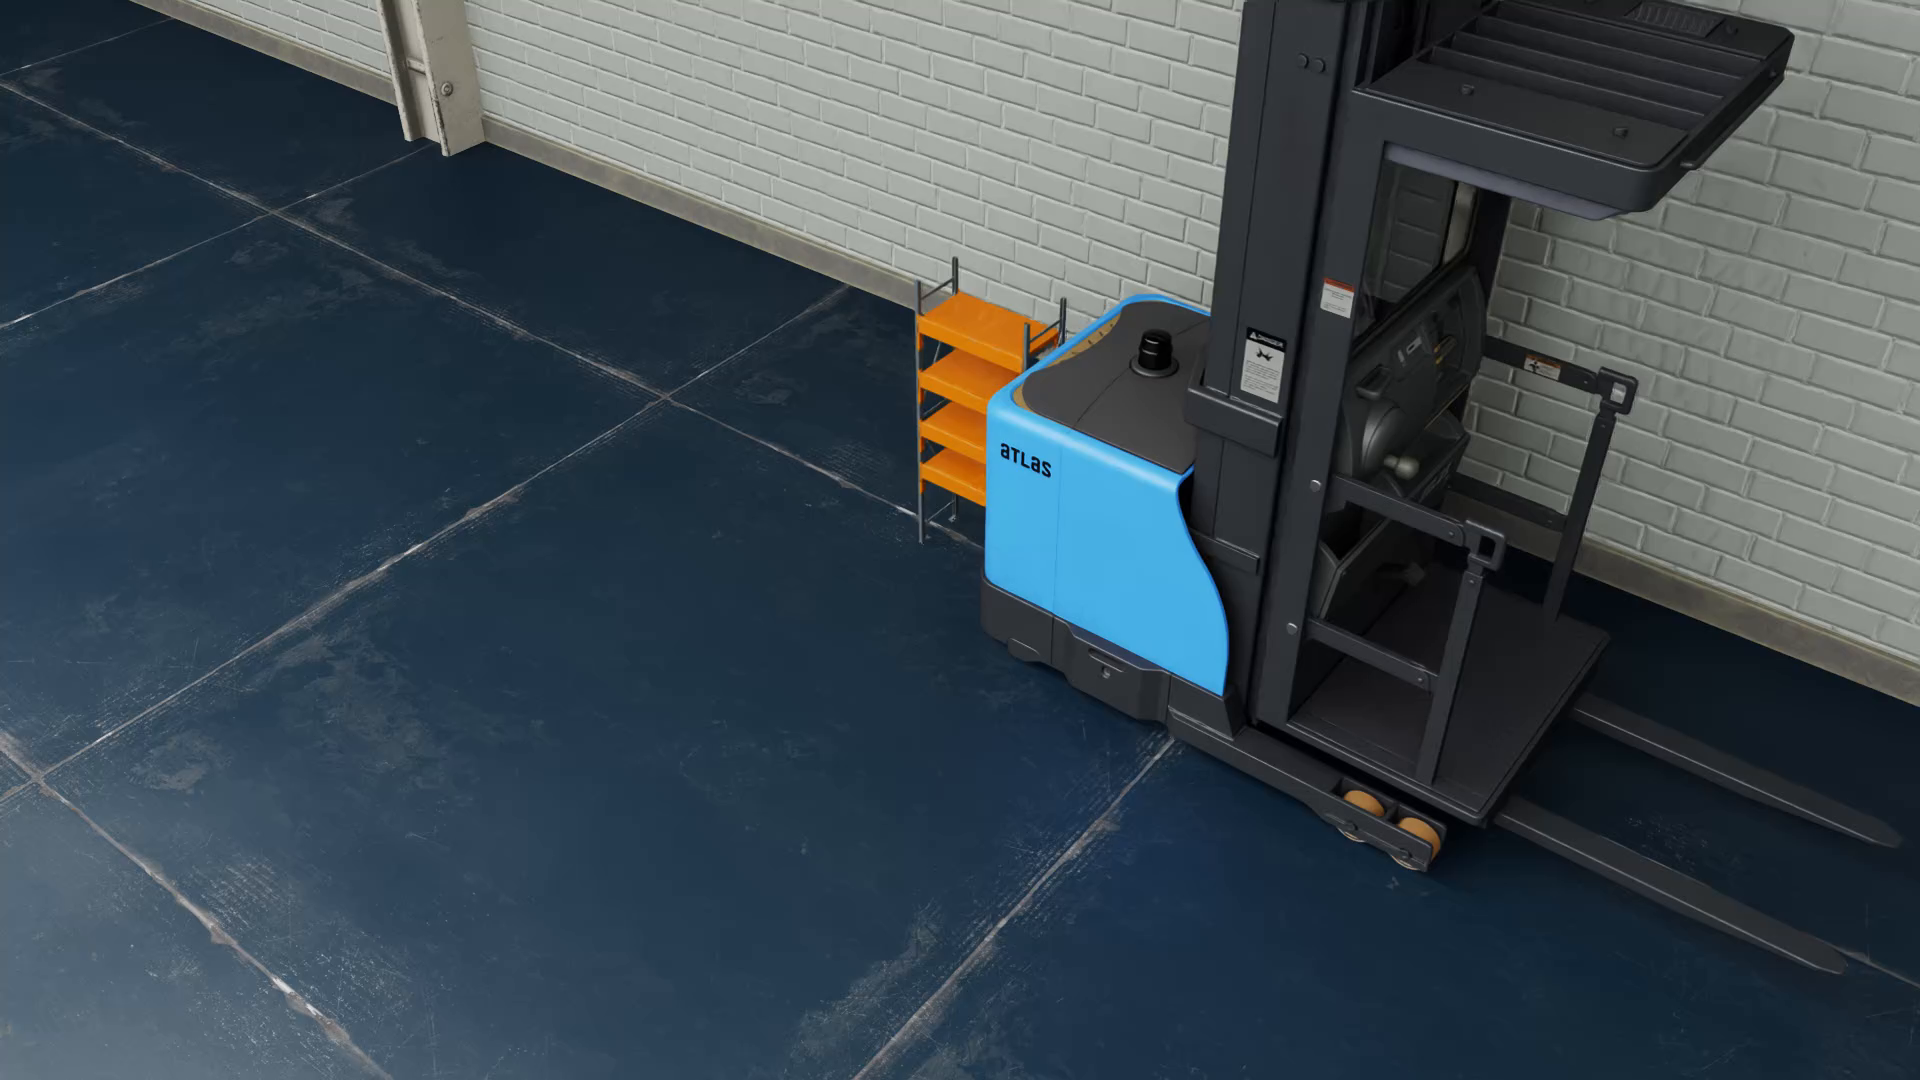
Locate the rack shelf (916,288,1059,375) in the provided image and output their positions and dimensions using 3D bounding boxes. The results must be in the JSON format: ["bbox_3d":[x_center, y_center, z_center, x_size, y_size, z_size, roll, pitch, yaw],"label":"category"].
[{"bbox_3d":[0.107,-0.733,6.076,0.480,0.148,0.258,26,45,29],"label":"rack shelf"}]

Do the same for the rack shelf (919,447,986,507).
[{"bbox_3d":[0.107,-0.214,6.482,0.480,0.148,0.258,26,45,29],"label":"rack shelf"}]

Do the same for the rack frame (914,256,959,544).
[{"bbox_3d":[-0.085,-0.516,6.436,0.015,1.200,0.240,26,45,29],"label":"rack frame"}]

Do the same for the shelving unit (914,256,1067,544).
[{"bbox_3d":[0.107,-0.424,6.318,0.503,1.200,0.258,26,45,29],"label":"shelving unit"}]

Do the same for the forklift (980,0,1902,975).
[{"bbox_3d":[1.550,-0.461,4.961,3.031,2.935,1.130,26,45,29],"label":"forklift"}]

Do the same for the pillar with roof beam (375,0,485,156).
[{"bbox_3d":[-5.624,-3.789,4.290,0.400,9.000,9.100,25,45,29],"label":"pillar with roof beam"}]

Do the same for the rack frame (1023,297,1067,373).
[{"bbox_3d":[0.300,-0.331,6.200,0.015,1.200,0.240,26,45,29],"label":"rack frame"}]

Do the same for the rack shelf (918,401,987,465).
[{"bbox_3d":[0.107,-0.371,6.359,0.480,0.148,0.258,26,45,29],"label":"rack shelf"}]

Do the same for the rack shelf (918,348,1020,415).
[{"bbox_3d":[0.107,-0.547,6.221,0.480,0.148,0.258,26,45,29],"label":"rack shelf"}]

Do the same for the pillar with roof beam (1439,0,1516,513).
[{"bbox_3d":[-0.858,-1.542,1.420,0.400,9.000,9.100,25,45,29],"label":"pillar with roof beam"}]
